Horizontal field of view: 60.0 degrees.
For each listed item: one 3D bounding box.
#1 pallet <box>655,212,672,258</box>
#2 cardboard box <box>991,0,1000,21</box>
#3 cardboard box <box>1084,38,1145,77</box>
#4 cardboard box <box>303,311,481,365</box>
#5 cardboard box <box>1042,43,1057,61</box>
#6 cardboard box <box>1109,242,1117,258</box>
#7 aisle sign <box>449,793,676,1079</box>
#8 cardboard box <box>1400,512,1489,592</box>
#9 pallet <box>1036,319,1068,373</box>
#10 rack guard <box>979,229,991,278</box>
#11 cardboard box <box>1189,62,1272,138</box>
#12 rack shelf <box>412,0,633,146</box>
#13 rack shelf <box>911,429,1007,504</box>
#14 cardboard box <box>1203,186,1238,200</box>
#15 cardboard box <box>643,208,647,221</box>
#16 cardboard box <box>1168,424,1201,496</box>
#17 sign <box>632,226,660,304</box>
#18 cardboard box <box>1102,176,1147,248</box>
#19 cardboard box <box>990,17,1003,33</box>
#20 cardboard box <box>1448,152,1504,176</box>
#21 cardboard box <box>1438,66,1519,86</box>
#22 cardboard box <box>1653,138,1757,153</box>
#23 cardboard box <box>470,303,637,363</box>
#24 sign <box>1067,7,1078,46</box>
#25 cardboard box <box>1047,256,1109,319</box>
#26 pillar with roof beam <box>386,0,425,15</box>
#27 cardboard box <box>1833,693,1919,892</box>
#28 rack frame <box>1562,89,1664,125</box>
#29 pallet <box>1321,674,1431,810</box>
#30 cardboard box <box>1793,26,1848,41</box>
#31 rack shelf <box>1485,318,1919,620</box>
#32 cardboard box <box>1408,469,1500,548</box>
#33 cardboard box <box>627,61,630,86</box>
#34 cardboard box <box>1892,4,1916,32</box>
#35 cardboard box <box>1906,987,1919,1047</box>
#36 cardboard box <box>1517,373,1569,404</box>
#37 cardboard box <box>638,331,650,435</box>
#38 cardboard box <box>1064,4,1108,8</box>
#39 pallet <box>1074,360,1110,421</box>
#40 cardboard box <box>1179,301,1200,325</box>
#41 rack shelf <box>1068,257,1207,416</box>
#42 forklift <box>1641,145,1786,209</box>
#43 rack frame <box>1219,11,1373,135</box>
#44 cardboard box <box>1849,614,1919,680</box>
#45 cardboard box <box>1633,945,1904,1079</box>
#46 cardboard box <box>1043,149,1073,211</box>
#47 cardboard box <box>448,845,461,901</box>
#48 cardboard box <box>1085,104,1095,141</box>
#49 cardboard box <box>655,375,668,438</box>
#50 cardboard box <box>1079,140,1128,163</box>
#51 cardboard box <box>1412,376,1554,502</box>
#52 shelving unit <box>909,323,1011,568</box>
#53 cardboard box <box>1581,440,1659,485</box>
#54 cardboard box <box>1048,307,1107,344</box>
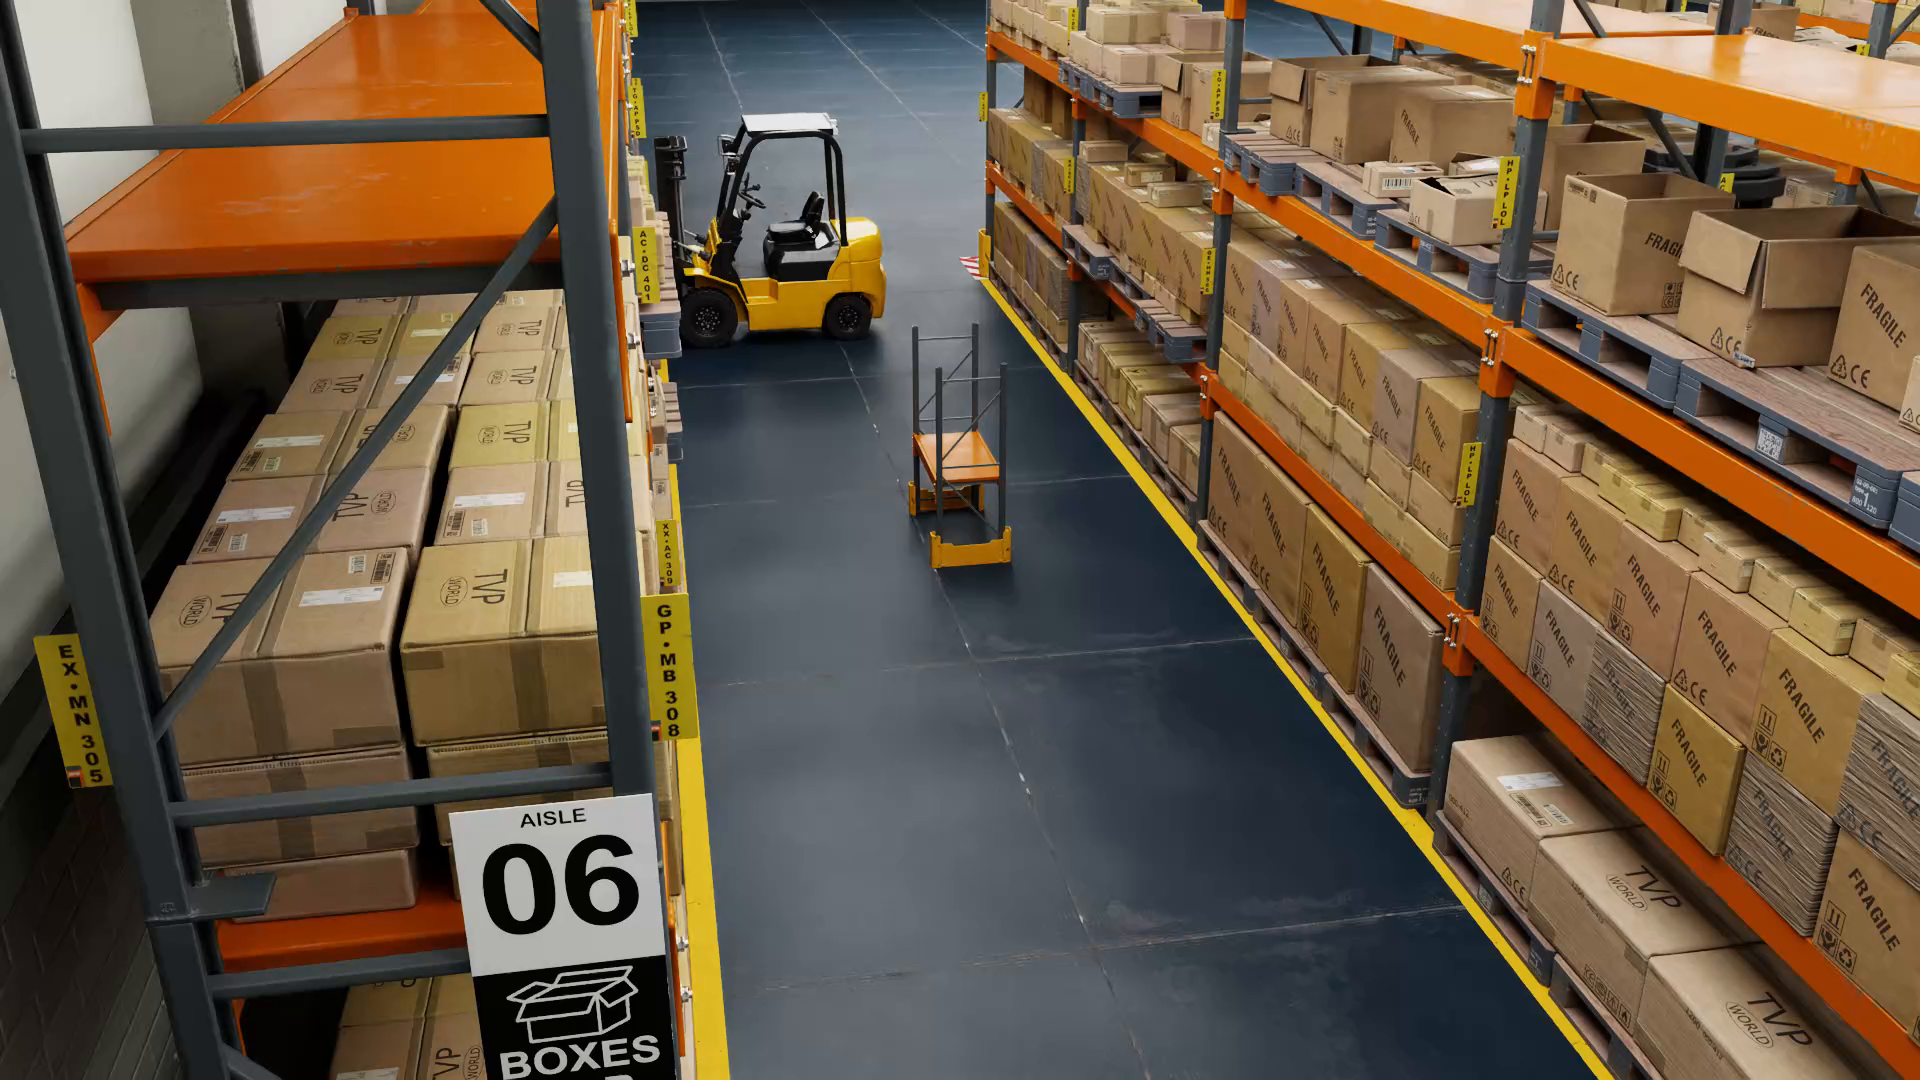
[{"bbox_3d":[-2.101,-1.459,8.573,1.213,0.211,1.003,-4,24,-10],"label":"pallet"},{"bbox_3d":[0.635,-5.815,18.127,0.500,0.250,0.500,-5,24,-11],"label":"cardboard box"},{"bbox_3d":[1.352,-4.056,13.947,0.500,0.250,0.500,-5,24,-10],"label":"cardboard box"},{"bbox_3d":[-1.838,-0.554,5.457,0.500,0.250,0.500,-5,24,-10],"label":"cardboard box"},{"bbox_3d":[1.009,-4.784,16.264,0.380,0.149,0.250,-4,24,-8],"label":"cardboard box"},{"bbox_3d":[1.507,-2.544,14.359,0.380,0.149,0.250,-4,24,-9],"label":"cardboard box"},{"bbox_3d":[-0.814,0.886,3.468,0.394,0.787,0.004,-4,24,-10],"label":"aisle sign"},{"bbox_3d":[2.692,0.041,8.838,0.500,0.250,0.500,-5,24,-11],"label":"cardboard box"},{"bbox_3d":[1.384,-2.000,16.809,1.003,0.211,1.213,-4,24,-10],"label":"pallet"},{"bbox_3d":[0.818,-3.415,19.686,1.175,0.500,0.348,-4,24,-10],"label":"rack guard"},{"bbox_3d":[2.118,-3.237,12.284,0.700,0.500,0.500,-4,24,-10],"label":"cardboard box"},{"bbox_3d":[-2.225,-2.524,8.427,1.077,0.370,4.000,-4,24,-10],"label":"rack shelf"},{"bbox_3d":[-0.016,-0.556,12.341,0.538,0.185,1.000,-4,24,-10],"label":"rack shelf"},{"bbox_3d":[2.134,-2.622,13.727,0.500,0.500,0.500,-5,24,-12],"label":"cardboard box"},{"bbox_3d":[-1.598,-1.385,7.460,0.380,0.149,0.250,-4,24,-9],"label":"cardboard box"},{"bbox_3d":[2.188,-0.655,13.002,0.950,0.372,0.625,-6,24,-13],"label":"cardboard box"},{"bbox_3d":[-1.323,-1.156,6.998,0.100,0.325,0.005,-4,24,-10],"label":"sign"},{"bbox_3d":[1.519,-2.793,14.119,0.500,0.500,0.500,-4,24,-10],"label":"cardboard box"},{"bbox_3d":[0.546,-5.695,18.351,0.380,0.149,0.250,-4,24,-10],"label":"cardboard box"},{"bbox_3d":[3.029,-2.120,9.494,0.396,0.266,0.258,-2,24,-5],"label":"cardboard box"},{"bbox_3d":[5.843,-4.971,18.590,0.875,0.550,0.550,-4,24,-10],"label":"cardboard box"},{"bbox_3d":[6.677,-3.331,14.997,0.700,0.500,0.500,-4,24,-9],"label":"cardboard box"},{"bbox_3d":[-1.337,-0.593,5.546,0.500,0.250,0.500,-4,24,-9],"label":"cardboard box"},{"bbox_3d":[1.012,-4.585,14.849,0.100,0.325,0.005,-4,24,-10],"label":"sign"},{"bbox_3d":[1.170,-2.506,16.456,0.500,0.500,0.500,-5,24,-10],"label":"cardboard box"},{"bbox_3d":[0.510,-4.588,11.755,9.100,9.000,0.400,-4,24,-10],"label":"pillar with roof beam"},{"bbox_3d":[3.314,0.824,5.484,0.500,0.500,0.500,-4,24,-10],"label":"cardboard box"},{"bbox_3d":[6.389,-3.423,16.582,1.000,3.000,0.127,-4,24,-10],"label":"rack frame"},{"bbox_3d":[2.806,1.110,9.687,1.003,0.211,1.213,-4,24,-10],"label":"pallet"},{"bbox_3d":[7.024,-4.122,13.896,0.500,0.311,0.500,-5,24,-11],"label":"cardboard box"},{"bbox_3d":[3.392,-0.128,6.190,1.077,0.370,4.000,-4,24,-10],"label":"rack shelf"},{"bbox_3d":[2.702,-0.186,8.733,0.500,0.250,0.500,-4,24,-10],"label":"cardboard box"},{"bbox_3d":[-2.819,-3.651,12.819,0.500,0.311,0.500,-5,24,-12],"label":"cardboard box"},{"bbox_3d":[10.668,-5.819,18.508,0.500,0.250,0.500,-4,24,-8],"label":"cardboard box"},{"bbox_3d":[3.413,1.487,5.214,0.500,0.500,0.500,-4,24,-9],"label":"cardboard box"},{"bbox_3d":[3.224,-0.568,8.672,0.500,0.500,0.500,-4,24,-9],"label":"cardboard box"},{"bbox_3d":[-1.413,-0.568,6.114,0.500,0.250,0.500,-5,24,-12],"label":"cardboard box"},{"bbox_3d":[1.187,-4.956,15.661,0.380,0.149,0.250,-4,24,-8],"label":"cardboard box"},{"bbox_3d":[1.689,-1.433,15.509,1.003,0.211,1.213,-4,24,-10],"label":"pallet"},{"bbox_3d":[1.870,-1.732,12.500,0.380,0.149,0.250,-4,24,-9],"label":"cardboard box"},{"bbox_3d":[1.913,-1.900,13.995,1.077,0.370,4.000,-4,24,-10],"label":"rack shelf"},{"bbox_3d":[4.911,-1.452,12.156,1.130,2.935,3.031,-4,24,-9],"label":"forklift"},{"bbox_3d":[2.283,-4.193,10.849,1.000,3.000,0.127,-4,24,-10],"label":"rack frame"},{"bbox_3d":[3.313,0.372,5.708,0.380,0.149,0.250,-5,24,-10],"label":"cardboard box"},{"bbox_3d":[3.365,2.073,6.674,0.875,0.438,0.875,-4,24,-8],"label":"cardboard box"},{"bbox_3d":[1.115,-3.557,16.393,0.500,0.500,0.500,-4,24,-8],"label":"cardboard box"},{"bbox_3d":[-0.945,0.670,3.777,0.380,0.149,0.250,-4,24,-9],"label":"cardboard box"},{"bbox_3d":[1.602,-4.049,16.269,0.700,0.500,0.500,-4,24,-9],"label":"cardboard box"},{"bbox_3d":[-2.081,-0.807,10.256,0.500,0.250,0.500,-5,24,-12],"label":"cardboard box"},{"bbox_3d":[1.283,-3.477,14.875,0.380,0.149,0.250,-4,24,-10],"label":"cardboard box"},{"bbox_3d":[2.693,-0.531,8.587,0.500,0.500,0.500,-4,24,-8],"label":"cardboard box"},{"bbox_3d":[-0.014,-0.717,12.261,0.587,1.500,1.083,-4,24,-10],"label":"shelving unit"},{"bbox_3d":[2.978,-0.331,7.318,0.380,0.149,0.250,-5,24,-10],"label":"cardboard box"},{"bbox_3d":[1.170,-2.162,16.605,0.500,0.250,0.500,-3,24,-7],"label":"cardboard box"}]
